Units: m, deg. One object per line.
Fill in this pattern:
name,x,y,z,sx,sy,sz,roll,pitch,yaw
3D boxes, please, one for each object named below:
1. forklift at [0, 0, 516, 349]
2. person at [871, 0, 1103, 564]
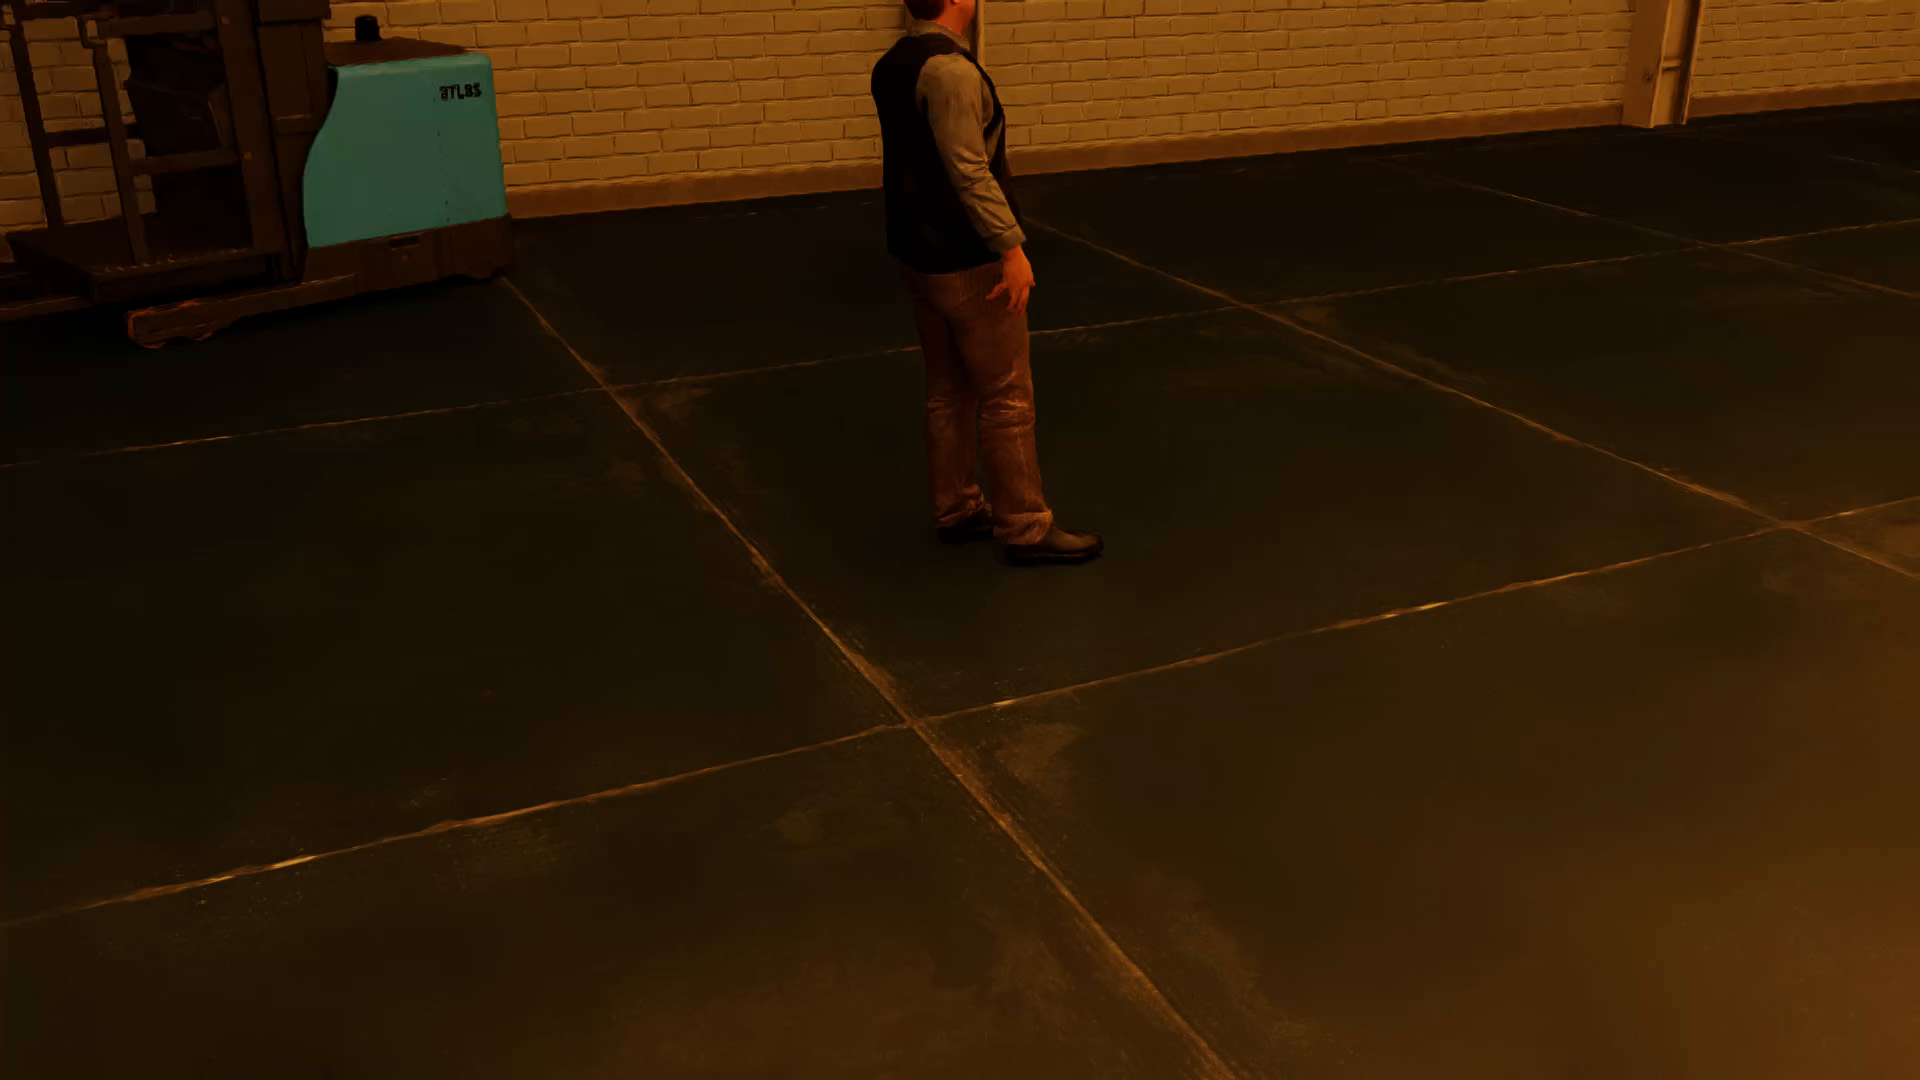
forklift,-3.594,-2.387,7.033,1.130,2.935,3.031,21,30,41
person,0.060,-0.809,4.791,0.567,1.720,0.632,-10,25,-23
